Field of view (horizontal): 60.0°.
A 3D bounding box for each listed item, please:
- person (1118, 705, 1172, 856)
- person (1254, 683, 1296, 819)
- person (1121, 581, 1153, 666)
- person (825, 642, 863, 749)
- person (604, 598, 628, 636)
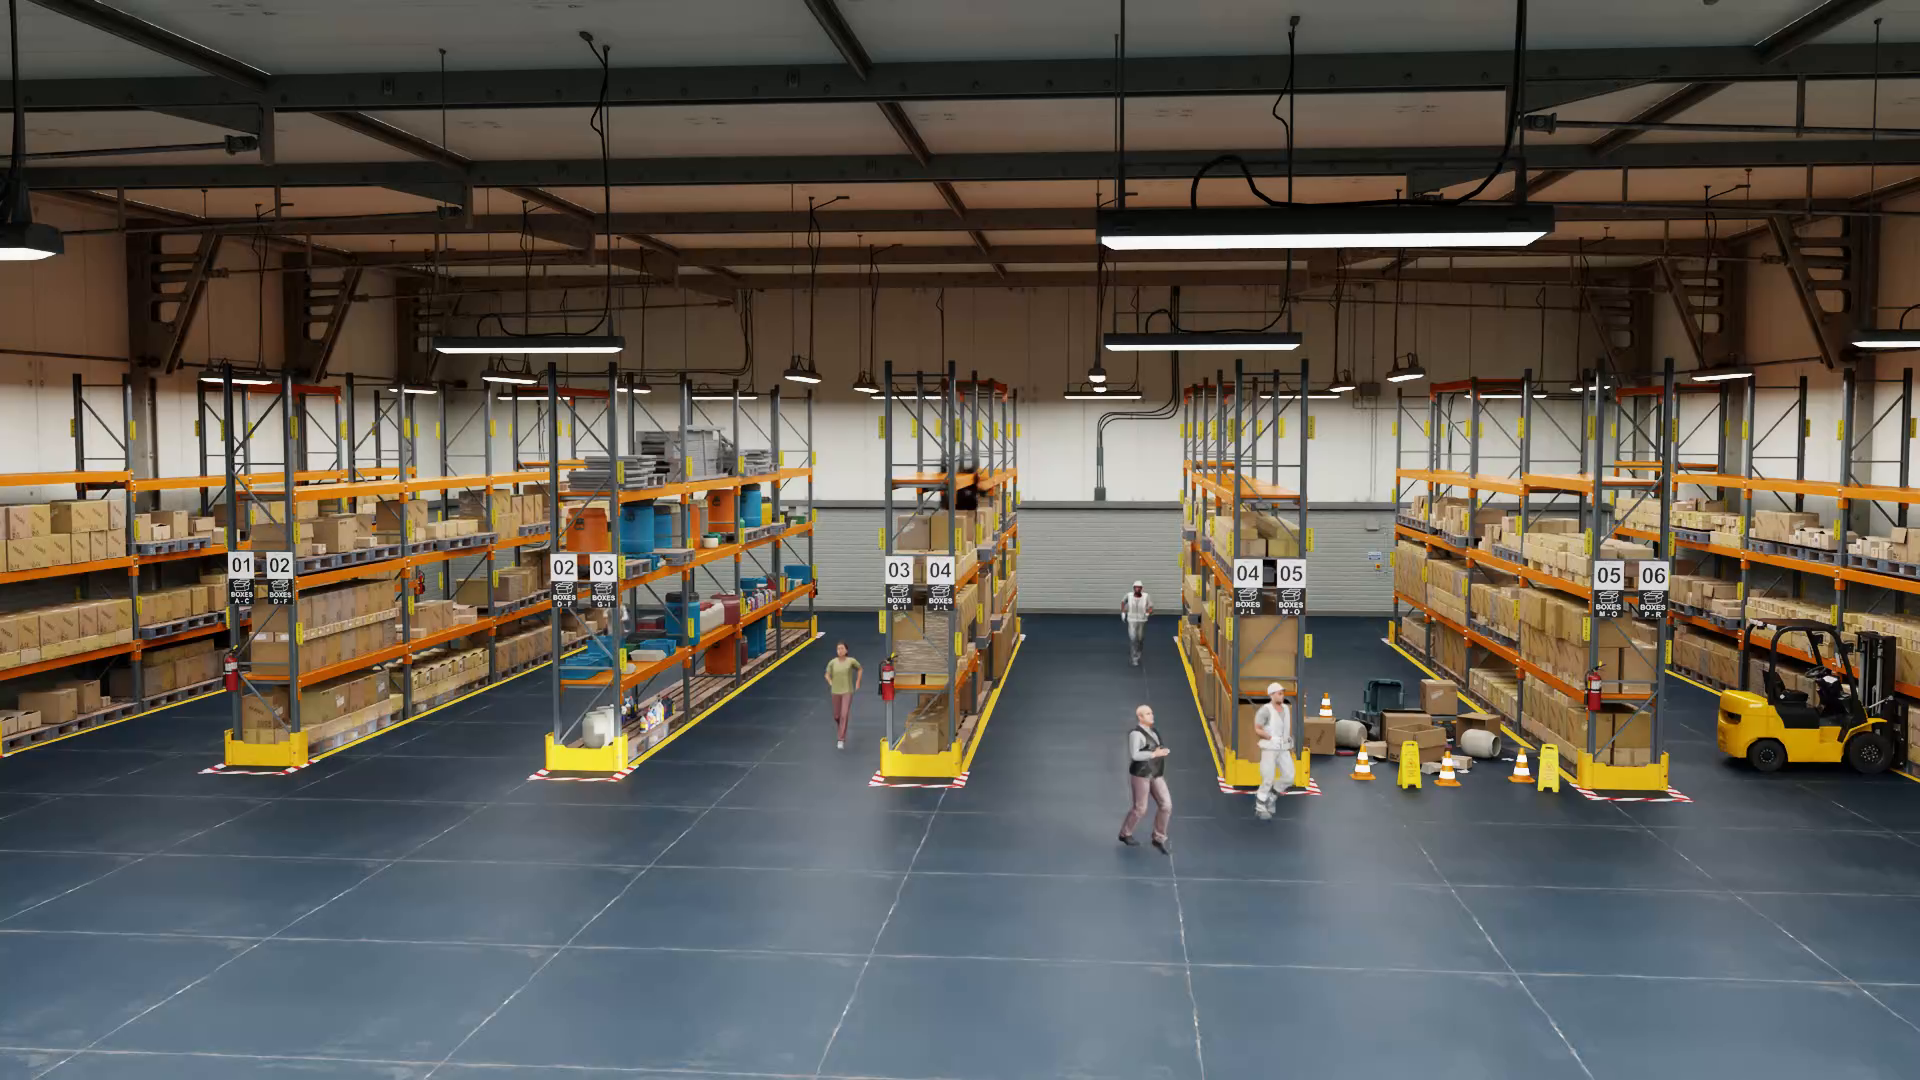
[{"bbox_3d":[2.213,2.847,19.705,0.730,1.780,0.640,4,5,43],"label":"person"},{"bbox_3d":[4.091,2.717,21.409,0.683,1.759,0.618,-2,4,-26],"label":"person"},{"bbox_3d":[3.810,1.790,35.770,0.692,1.847,0.882,0,4,3],"label":"person"},{"bbox_3d":[-1.862,2.440,26.467,0.592,1.644,0.945,0,4,4],"label":"person"},{"bbox_3d":[-7.236,1.904,34.924,0.520,1.588,0.625,-1,4,-8],"label":"person"}]
